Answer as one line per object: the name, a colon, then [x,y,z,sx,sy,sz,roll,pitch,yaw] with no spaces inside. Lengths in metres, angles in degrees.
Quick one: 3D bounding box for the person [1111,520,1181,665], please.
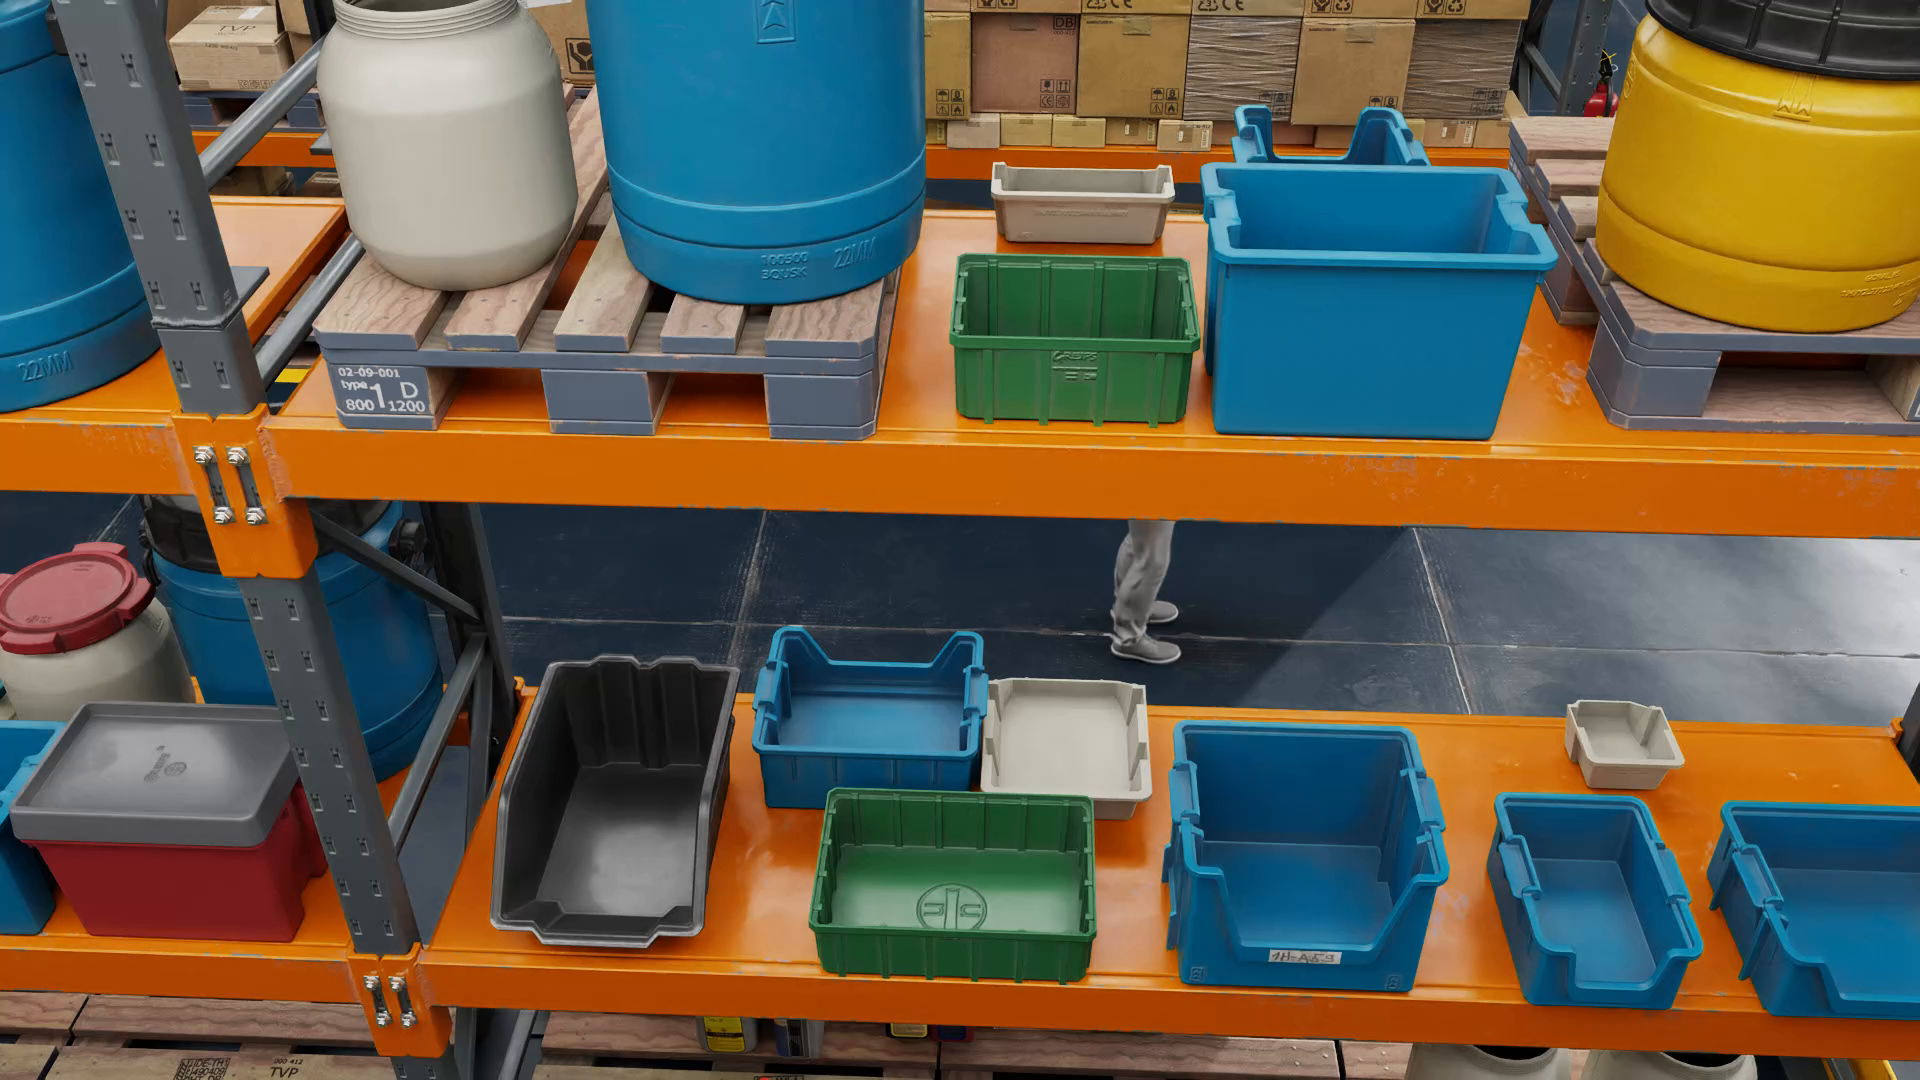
person: [0.812,-0.292,6.524,0.489,1.692,0.489,1,36,2]
